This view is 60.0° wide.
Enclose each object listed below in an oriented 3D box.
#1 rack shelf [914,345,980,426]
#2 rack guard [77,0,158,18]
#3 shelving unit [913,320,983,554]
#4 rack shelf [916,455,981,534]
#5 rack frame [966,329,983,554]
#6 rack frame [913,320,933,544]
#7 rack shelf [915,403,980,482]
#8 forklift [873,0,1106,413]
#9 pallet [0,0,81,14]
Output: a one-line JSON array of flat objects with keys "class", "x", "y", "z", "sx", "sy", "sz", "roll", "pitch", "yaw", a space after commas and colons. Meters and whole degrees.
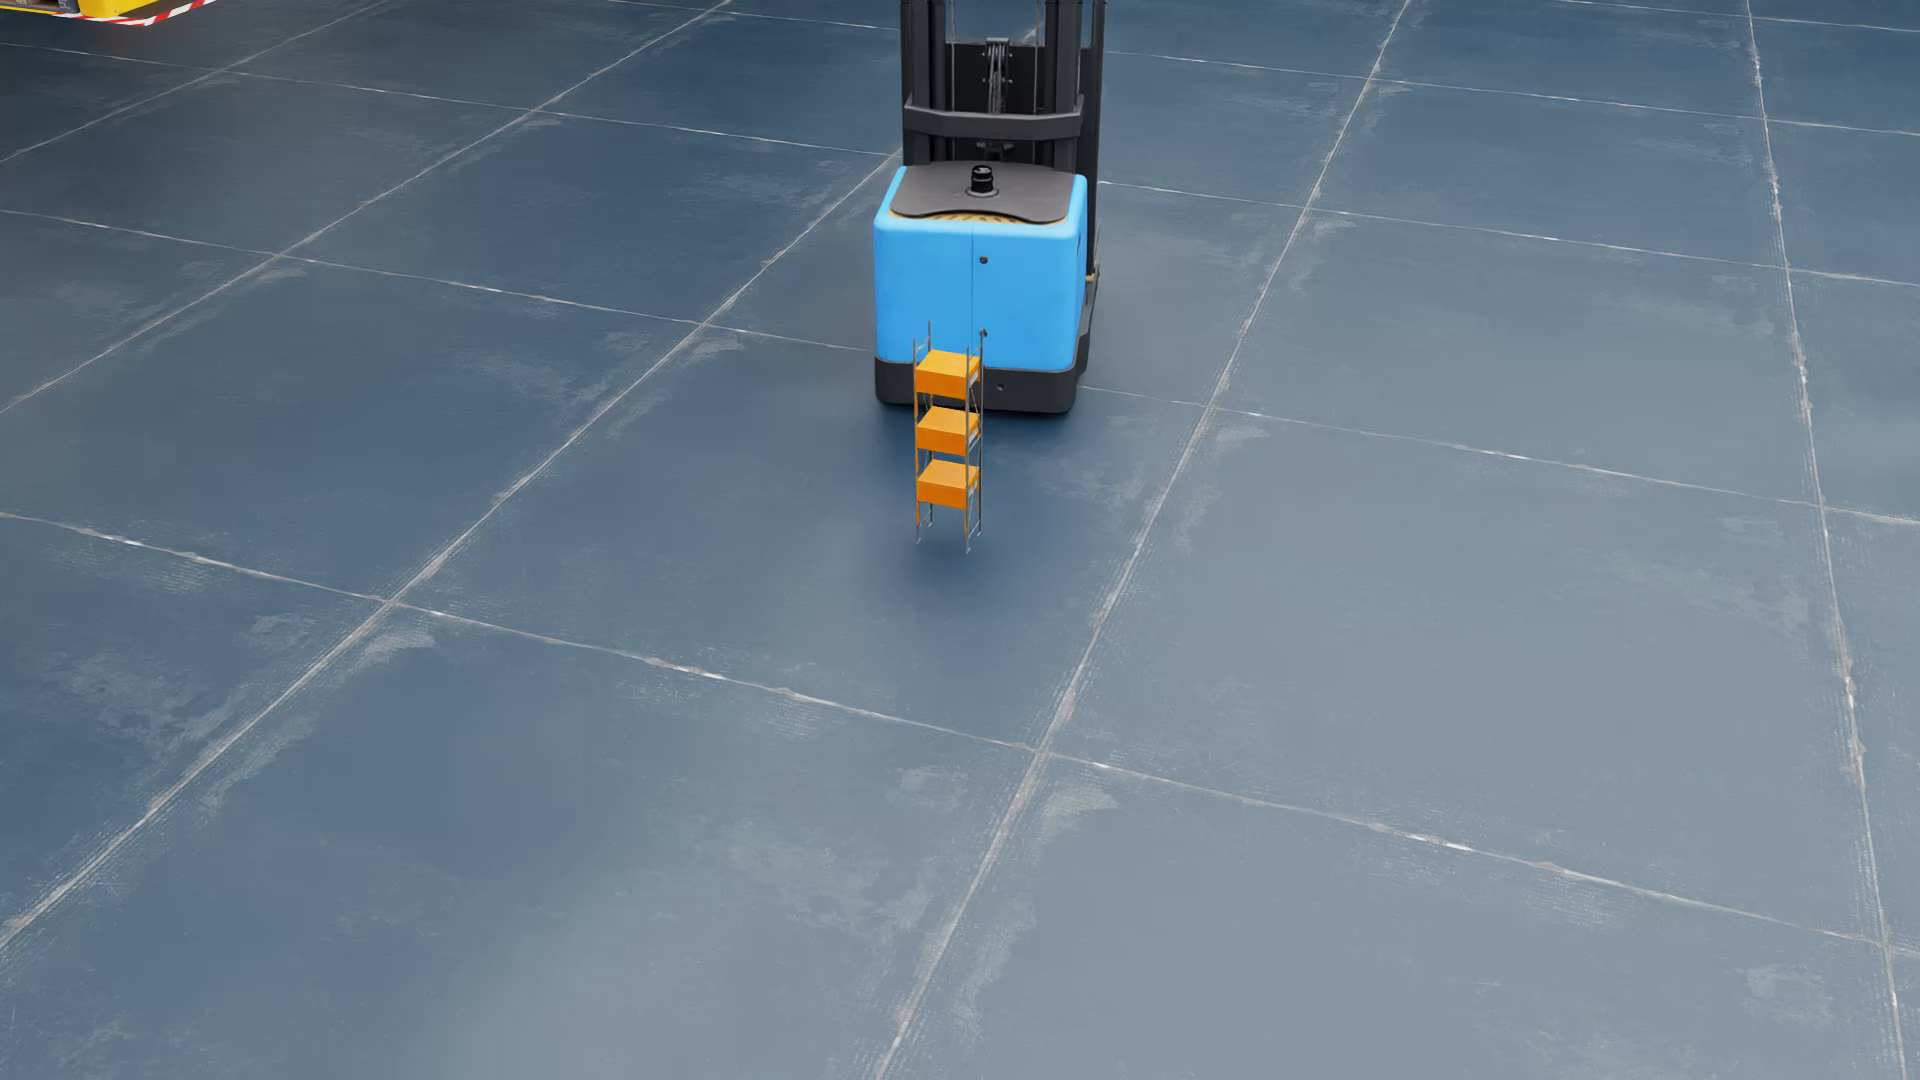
[{"class": "rack shelf", "x": -0.050, "y": -0.680, "z": 7.332, "sx": 0.240, "sy": 0.259, "sz": 0.215, "roll": 11, "pitch": 34, "yaw": 16}, {"class": "rack guard", "x": -7.681, "y": -5.262, "z": 15.439, "sx": 0.348, "sy": 0.500, "sz": 1.175, "roll": 11, "pitch": 34, "yaw": 16}, {"class": "shelving unit", "x": -0.050, "y": -0.451, "z": 7.480, "sx": 0.252, "sy": 1.050, "sz": 0.215, "roll": 11, "pitch": 34, "yaw": 16}, {"class": "rack shelf", "x": -0.050, "y": -0.208, "z": 7.637, "sx": 0.240, "sy": 0.259, "sz": 0.215, "roll": 11, "pitch": 34, "yaw": 16}, {"class": "rack frame", "x": 0.064, "y": -0.429, "z": 7.446, "sx": 0.008, "sy": 1.050, "sz": 0.200, "roll": 11, "pitch": 34, "yaw": 16}, {"class": "rack frame", "x": -0.165, "y": -0.473, "z": 7.515, "sx": 0.008, "sy": 1.050, "sz": 0.200, "roll": 11, "pitch": 34, "yaw": 16}, {"class": "rack shelf", "x": -0.050, "y": -0.442, "z": 7.486, "sx": 0.240, "sy": 0.259, "sz": 0.215, "roll": 11, "pitch": 34, "yaw": 16}, {"class": "forklift", "x": 0.258, "y": -2.674, "z": 9.190, "sx": 1.130, "sy": 2.935, "sz": 3.031, "roll": 4, "pitch": 33, "yaw": 6}, {"class": "pallet", "x": -8.482, "y": -5.252, "z": 15.689, "sx": 1.213, "sy": 0.211, "sz": 1.003, "roll": 11, "pitch": 34, "yaw": 16}]
